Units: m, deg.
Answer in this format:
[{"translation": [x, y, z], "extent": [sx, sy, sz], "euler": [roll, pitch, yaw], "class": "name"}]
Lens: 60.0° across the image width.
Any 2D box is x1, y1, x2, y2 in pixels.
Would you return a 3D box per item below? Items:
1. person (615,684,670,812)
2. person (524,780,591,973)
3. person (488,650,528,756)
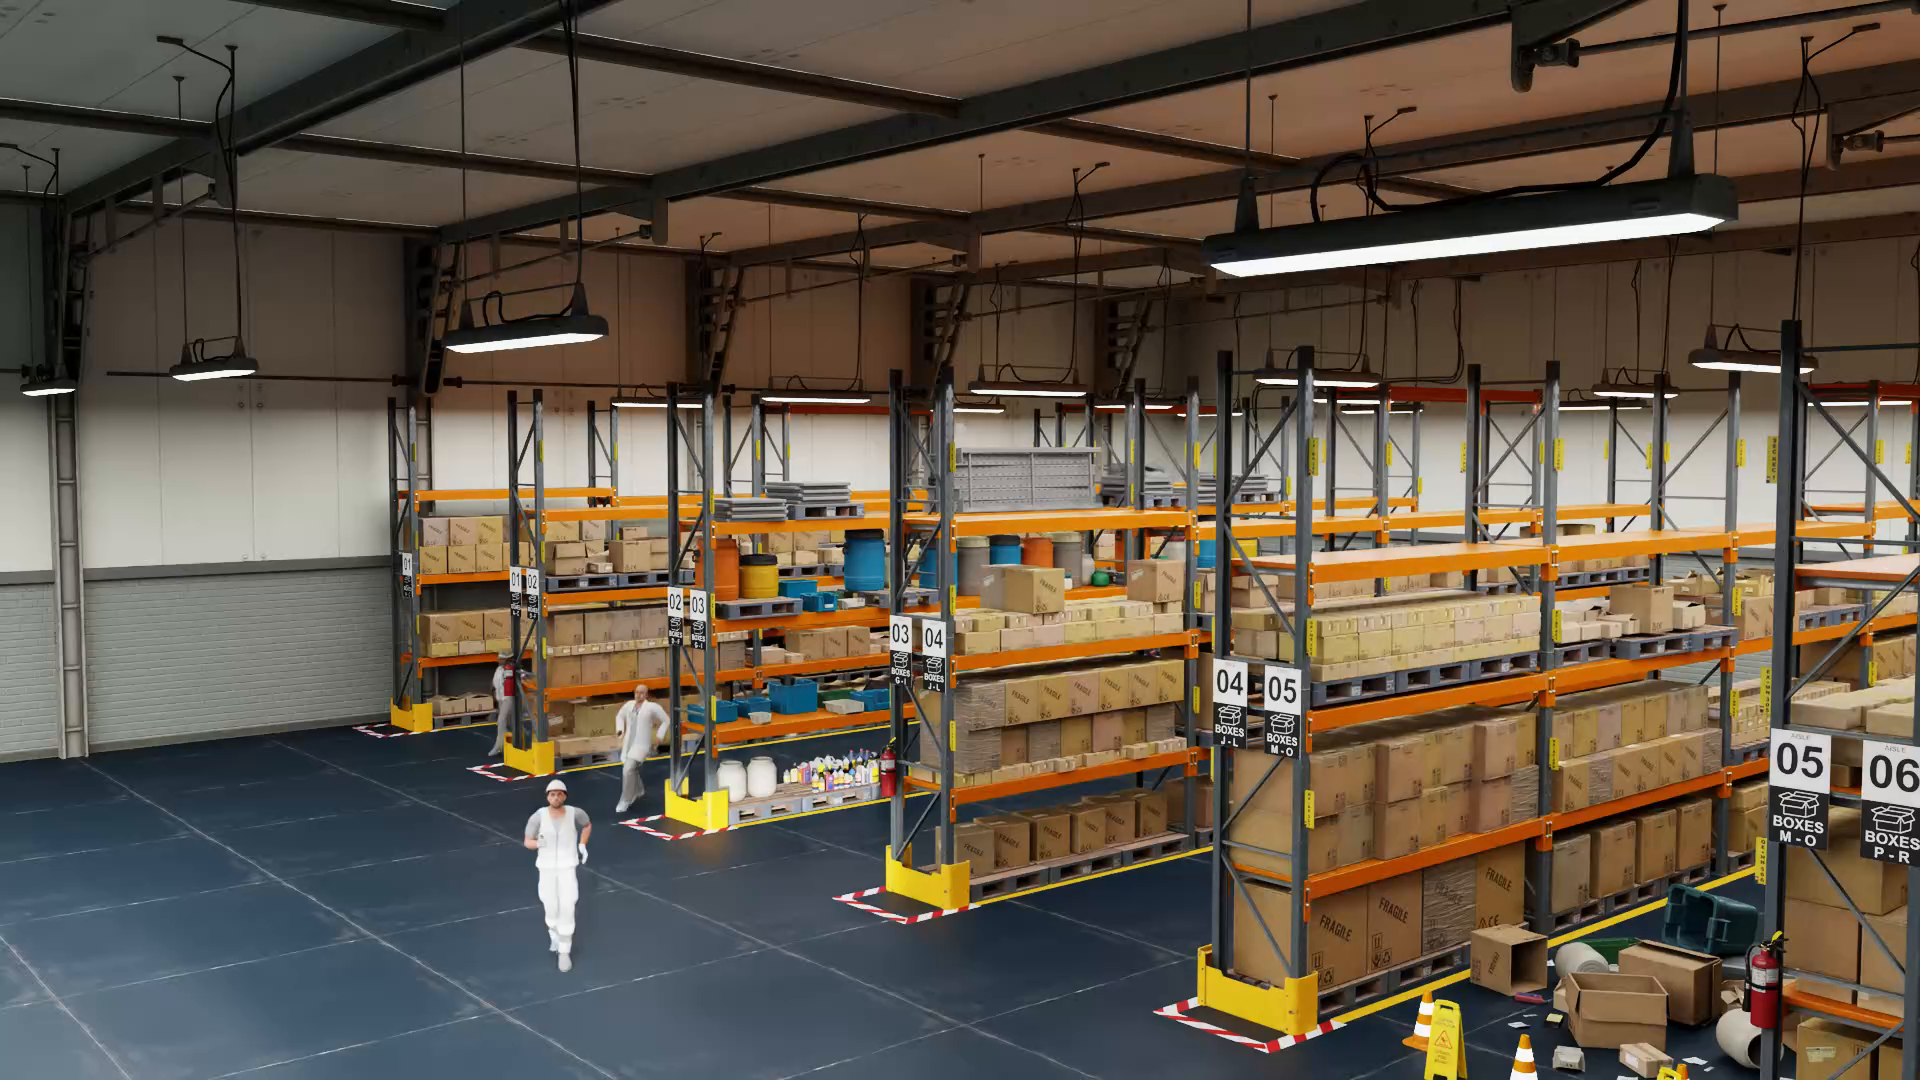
[{"translation": [-4.526, 2.930, 23.504], "extent": [0.770, 1.803, 0.754], "euler": [2, 4, 27], "class": "person"}, {"translation": [-4.003, 3.290, 16.510], "extent": [0.614, 1.832, 0.765], "euler": [-1, 3, -9], "class": "person"}, {"translation": [-7.556, 2.687, 27.797], "extent": [0.625, 1.720, 0.905], "euler": [3, 4, 39], "class": "person"}]
